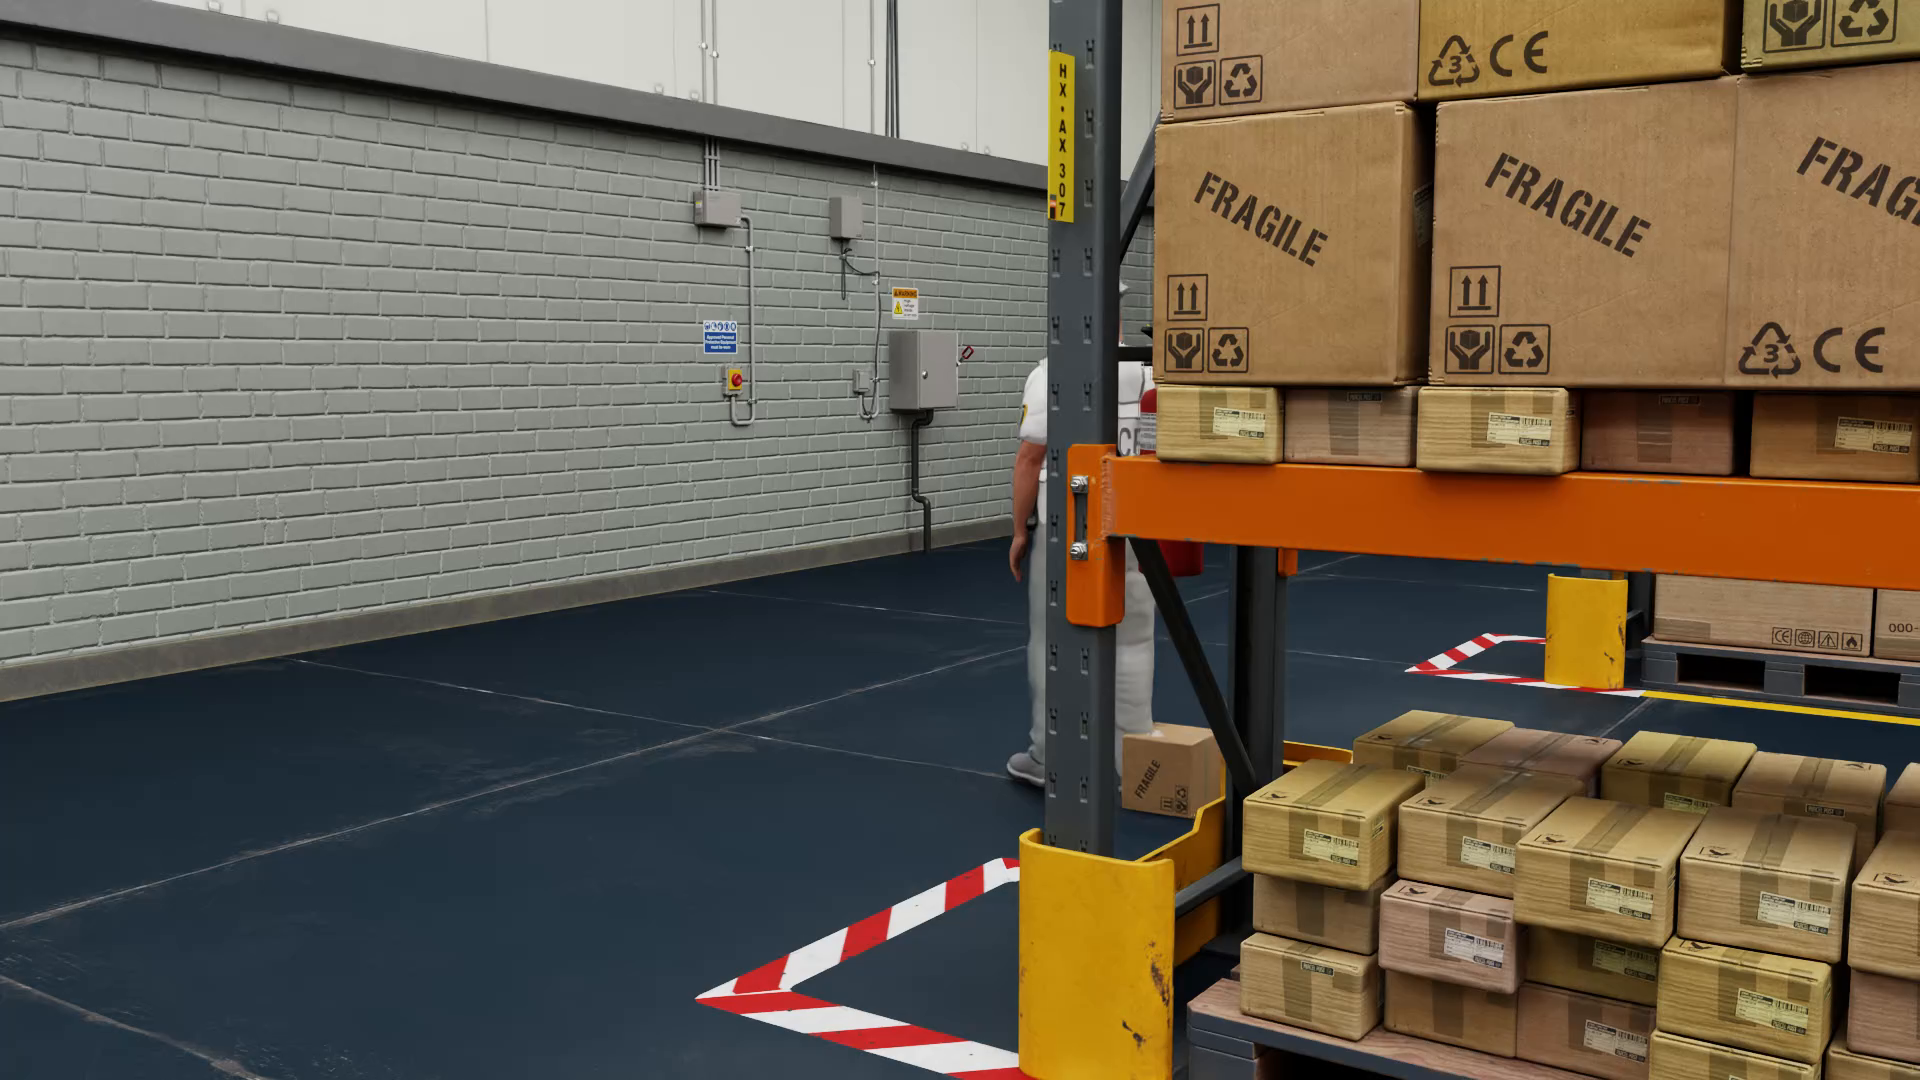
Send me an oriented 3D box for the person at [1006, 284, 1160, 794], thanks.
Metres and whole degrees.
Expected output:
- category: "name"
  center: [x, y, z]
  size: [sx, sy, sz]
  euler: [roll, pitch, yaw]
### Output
- category: "person"
  center: [0.464, -0.019, 5.694]
  size: [0.594, 1.752, 0.476]
  euler: [0, 6, -4]
